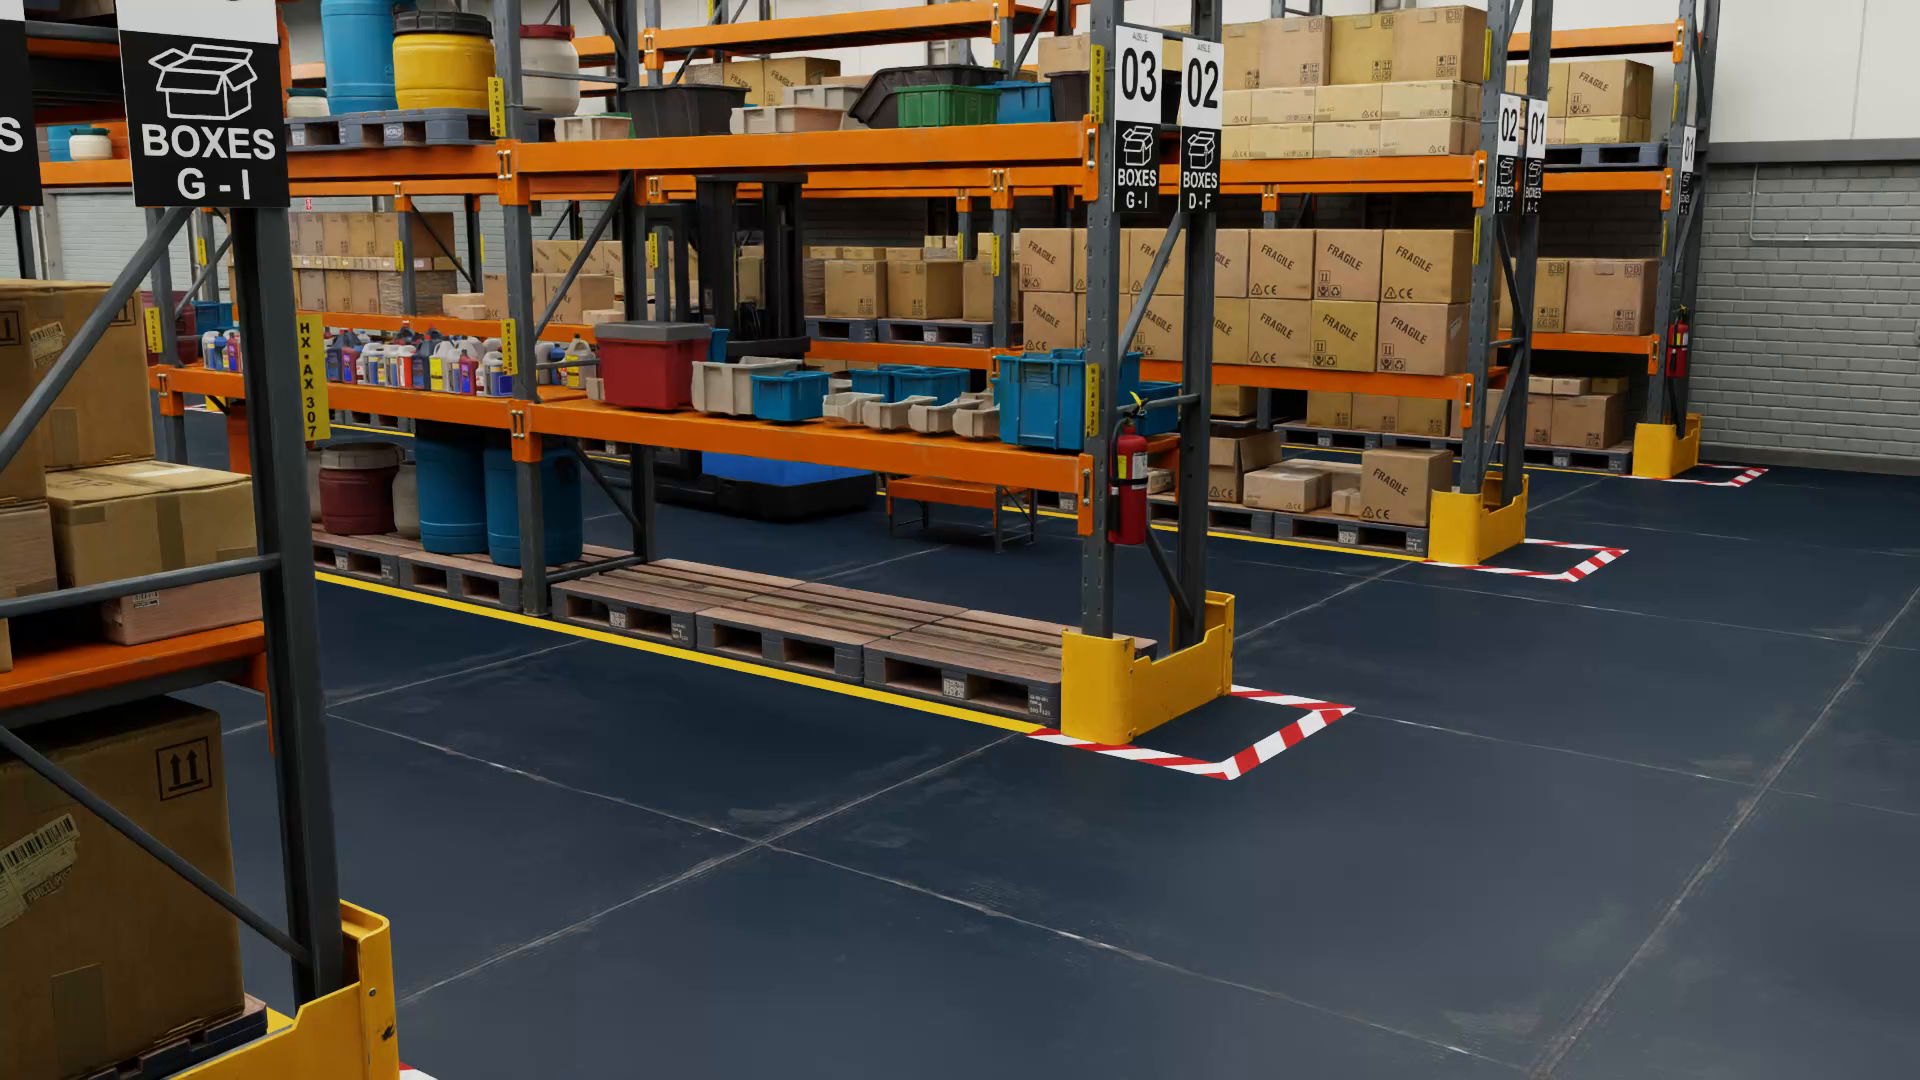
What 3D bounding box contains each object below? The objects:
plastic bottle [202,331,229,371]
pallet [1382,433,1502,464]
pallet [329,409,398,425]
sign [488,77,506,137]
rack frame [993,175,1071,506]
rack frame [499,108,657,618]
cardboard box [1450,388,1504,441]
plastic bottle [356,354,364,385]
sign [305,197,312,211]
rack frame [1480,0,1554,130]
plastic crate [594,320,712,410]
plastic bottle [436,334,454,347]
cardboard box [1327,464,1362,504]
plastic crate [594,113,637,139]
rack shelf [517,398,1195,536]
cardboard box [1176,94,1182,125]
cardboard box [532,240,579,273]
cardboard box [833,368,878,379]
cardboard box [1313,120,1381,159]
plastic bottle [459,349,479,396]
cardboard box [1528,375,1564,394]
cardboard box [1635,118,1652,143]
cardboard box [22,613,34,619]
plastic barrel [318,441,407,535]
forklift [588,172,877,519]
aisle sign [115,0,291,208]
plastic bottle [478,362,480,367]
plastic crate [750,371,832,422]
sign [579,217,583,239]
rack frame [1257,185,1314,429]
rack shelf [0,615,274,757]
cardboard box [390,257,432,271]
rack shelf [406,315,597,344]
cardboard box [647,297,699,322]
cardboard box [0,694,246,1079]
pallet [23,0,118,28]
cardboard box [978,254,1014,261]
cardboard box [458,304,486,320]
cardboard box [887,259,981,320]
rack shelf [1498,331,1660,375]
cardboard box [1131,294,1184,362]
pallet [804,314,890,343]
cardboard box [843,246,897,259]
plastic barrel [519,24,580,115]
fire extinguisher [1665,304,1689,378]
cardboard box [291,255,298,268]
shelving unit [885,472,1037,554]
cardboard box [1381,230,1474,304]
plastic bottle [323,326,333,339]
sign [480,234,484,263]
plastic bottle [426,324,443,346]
[{"bbox_3d":[-5.385,-1.372,12.049,0.135,0.276,0.152,8,13,36],"label":"plastic bottle"},{"bbox_3d":[5.100,-0.994,17.113,1.213,0.211,1.003,8,13,36],"label":"pallet"},{"bbox_3d":[-7.435,-1.602,20.256,1.213,0.211,1.003,8,13,36],"label":"pallet"},{"bbox_3d":[-2.646,-2.474,9.500,0.005,0.325,0.100,8,13,36],"label":"sign"},{"bbox_3d":[0.616,-1.839,14.138,0.127,3.000,1.000,8,13,36],"label":"rack frame"},{"bbox_3d":[-2.319,-1.081,10.220,0.127,3.000,1.000,8,13,36],"label":"rack frame"},{"bbox_3d":[5.337,-1.303,16.843,0.500,0.500,0.700,7,13,34],"label":"cardboard box"},{"bbox_3d":[-3.934,-1.126,10.977,0.097,0.201,0.097,0,11,0],"label":"plastic bottle"},{"bbox_3d":[-11.803,-6.113,30.128,0.199,0.298,0.001,8,13,36],"label":"sign"},{"bbox_3d":[3.840,-4.335,11.244,0.127,3.000,1.000,8,13,36],"label":"rack frame"},{"bbox_3d":[-1.747,-1.003,9.491,0.583,0.464,0.402,8,13,36],"label":"plastic crate"},{"bbox_3d":[-3.317,-1.153,10.722,0.185,0.351,0.144,8,13,36],"label":"plastic bottle"},{"bbox_3d":[3.167,-0.416,12.864,0.500,0.250,0.500,8,13,36],"label":"cardboard box"},{"bbox_3d":[-1.798,-2.448,9.949,0.662,0.188,0.450,8,13,36],"label":"plastic crate"},{"bbox_3d":[-0.707,-0.503,9.126,4.000,0.370,1.077,8,13,36],"label":"rack shelf"},{"bbox_3d":[1.661,-3.277,12.752,0.500,0.250,0.500,8,13,36],"label":"cardboard box"},{"bbox_3d":[-5.920,-4.152,24.460,0.500,0.500,0.500,8,14,36],"label":"cardboard box"},{"bbox_3d":[-0.840,-1.456,15.609,0.500,0.250,0.500,8,13,34],"label":"cardboard box"},{"bbox_3d":[2.874,-2.864,11.932,0.500,0.250,0.500,8,13,36],"label":"cardboard box"},{"bbox_3d":[-3.041,-1.038,10.303,0.133,0.283,0.061,8,13,36],"label":"plastic bottle"},{"bbox_3d":[5.728,-1.524,16.278,0.250,0.149,0.380,8,14,37],"label":"cardboard box"},{"bbox_3d":[6.326,-3.922,16.034,0.500,0.250,0.500,9,14,38],"label":"cardboard box"},{"bbox_3d":[-2.531,0.102,4.764,0.250,0.149,0.380,8,13,34],"label":"cardboard box"},{"bbox_3d":[-4.228,-0.374,11.807,0.708,0.588,0.600,8,13,36],"label":"plastic barrel"},{"bbox_3d":[-2.107,-1.817,14.204,3.031,2.935,1.130,10,15,43],"label":"forklift"},{"bbox_3d":[-1.791,-1.187,3.925,0.004,0.787,0.394,8,13,36],"label":"aisle sign"},{"bbox_3d":[-3.009,-1.011,10.384,0.097,0.201,0.097,0,11,0],"label":"plastic bottle"},{"bbox_3d":[-0.902,-0.770,8.897,0.300,0.233,0.416,8,13,36],"label":"plastic crate"},{"bbox_3d":[-5.782,-4.753,25.321,0.005,0.325,0.100,8,13,36],"label":"sign"},{"bbox_3d":[3.545,-2.598,18.060,0.127,3.000,1.000,8,13,36],"label":"rack frame"},{"bbox_3d":[-3.638,0.255,5.207,4.000,0.370,1.077,8,13,36],"label":"rack shelf"},{"bbox_3d":[-6.178,-3.104,18.704,0.250,0.149,0.380,8,13,35],"label":"cardboard box"},{"bbox_3d":[-4.220,-2.160,17.693,4.000,0.370,1.077,8,13,36],"label":"rack shelf"},{"bbox_3d":[-2.875,-2.292,16.717,0.500,0.311,0.500,9,14,39],"label":"cardboard box"},{"bbox_3d":[-2.590,0.904,4.447,0.875,0.875,0.875,8,13,36],"label":"cardboard box"},{"bbox_3d":[-2.630,-1.384,4.123,1.213,0.211,1.003,8,13,36],"label":"pallet"},{"bbox_3d":[0.561,-3.159,19.860,0.500,0.500,0.500,8,14,37],"label":"cardboard box"},{"bbox_3d":[-5.239,-2.484,18.134,0.250,0.149,0.380,8,13,36],"label":"cardboard box"},{"bbox_3d":[-0.225,-2.249,14.890,0.700,0.500,0.500,-11,15,-44],"label":"cardboard box"},{"bbox_3d":[5.157,-2.020,16.966,4.000,0.370,1.077,8,13,36],"label":"rack shelf"},{"bbox_3d":[1.682,-1.675,13.029,0.500,0.500,0.500,8,13,35],"label":"cardboard box"},{"bbox_3d":[-1.038,-1.976,15.354,1.213,0.211,1.003,8,13,36],"label":"pallet"},{"bbox_3d":[-1.081,-3.501,21.305,0.500,0.500,0.700,8,13,36],"label":"cardboard box"},{"bbox_3d":[-2.594,-2.924,10.387,0.433,0.535,0.433,0,11,0],"label":"plastic barrel"},{"bbox_3d":[6.618,-1.839,15.326,0.183,0.674,0.296,8,13,36],"label":"fire extinguisher"},{"bbox_3d":[-7.828,-3.334,19.895,0.250,0.149,0.380,8,13,35],"label":"cardboard box"},{"bbox_3d":[0.005,-0.552,12.419,1.048,1.125,0.538,8,13,36],"label":"shelving unit"},{"bbox_3d":[3.319,-1.937,11.750,0.500,0.500,0.500,8,13,35],"label":"cardboard box"},{"bbox_3d":[-4.778,-1.467,12.524,0.133,0.283,0.061,8,13,36],"label":"plastic bottle"},{"bbox_3d":[-5.518,-3.352,19.120,0.005,0.325,0.100,8,13,36],"label":"sign"},{"bbox_3d":[-3.683,-1.338,11.678,0.185,0.351,0.144,8,13,36],"label":"plastic bottle"}]
